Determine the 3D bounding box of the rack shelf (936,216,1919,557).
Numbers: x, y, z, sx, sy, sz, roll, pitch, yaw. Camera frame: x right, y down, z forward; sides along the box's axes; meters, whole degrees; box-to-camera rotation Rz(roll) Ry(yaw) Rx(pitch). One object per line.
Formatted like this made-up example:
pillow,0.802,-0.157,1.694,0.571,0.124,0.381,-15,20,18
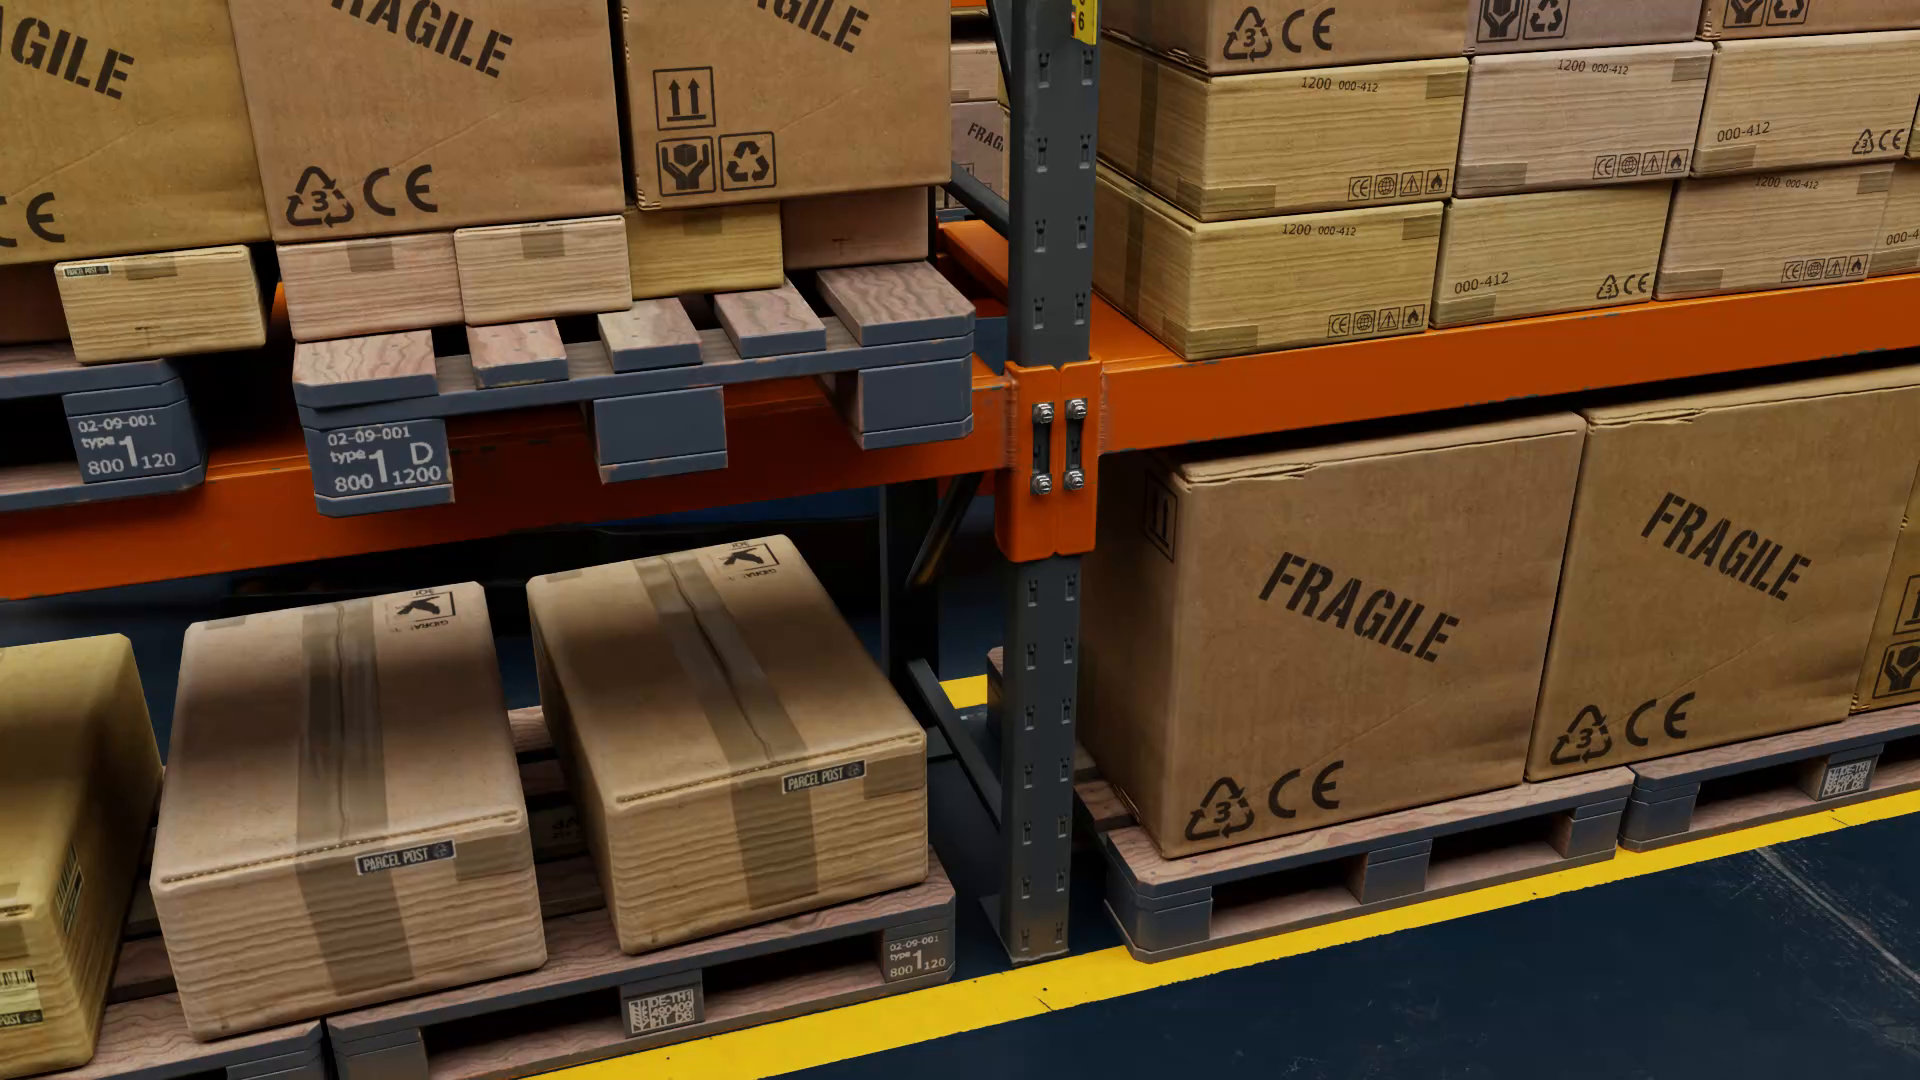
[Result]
rack shelf,1.916,-0.626,3.947,4.000,0.370,1.077,-8,28,-16

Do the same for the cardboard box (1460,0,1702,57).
cardboard box,1.028,-1.202,3.062,0.500,0.500,0.500,-8,28,-16

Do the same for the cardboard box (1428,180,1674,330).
cardboard box,1.041,-0.645,3.344,0.500,0.250,0.500,-9,28,-18

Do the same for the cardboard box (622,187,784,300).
cardboard box,-0.457,-0.536,2.767,0.250,0.149,0.380,-8,27,-15

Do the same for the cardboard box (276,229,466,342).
cardboard box,-0.924,-0.451,2.596,0.250,0.149,0.380,-10,28,-19

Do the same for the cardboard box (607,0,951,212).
cardboard box,-0.331,-0.859,2.688,0.500,0.500,0.500,-9,28,-18

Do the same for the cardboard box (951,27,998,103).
cardboard box,0.073,-2.281,7.968,0.500,0.250,0.500,-8,28,-16

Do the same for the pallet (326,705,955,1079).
pallet,-0.729,0.683,3.637,1.213,0.211,1.003,-8,28,-16

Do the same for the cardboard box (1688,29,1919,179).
cardboard box,1.542,-0.929,3.355,0.500,0.250,0.500,-8,28,-16

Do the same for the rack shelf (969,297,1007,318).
rack shelf,0.347,-0.744,4.825,1.000,0.278,0.538,-4,27,-9

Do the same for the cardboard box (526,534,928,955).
cardboard box,-0.526,0.390,3.575,0.625,0.372,0.950,-10,28,-20

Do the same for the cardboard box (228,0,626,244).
cardboard box,-0.820,-0.783,2.535,0.500,0.500,0.500,-9,28,-17

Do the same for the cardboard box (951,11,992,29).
cardboard box,-0.080,-2.499,8.406,0.500,0.250,0.500,-8,27,-15

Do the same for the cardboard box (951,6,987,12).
cardboard box,0.147,-4.554,12.966,0.875,0.875,1.225,-8,28,-16

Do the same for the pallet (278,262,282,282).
pallet,-3.545,-1.260,7.550,1.213,0.211,1.003,-8,28,-16

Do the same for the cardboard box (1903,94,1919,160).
cardboard box,2.029,-0.993,3.484,0.500,0.250,0.500,-8,27,-15

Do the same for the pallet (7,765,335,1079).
pallet,-1.887,0.849,3.302,1.213,0.211,1.003,-8,28,-16

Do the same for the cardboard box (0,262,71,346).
cardboard box,-1.460,-0.426,2.546,0.250,0.149,0.380,-8,28,-16

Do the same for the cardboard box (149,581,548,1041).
cardboard box,-1.225,0.495,3.363,0.625,0.372,0.950,-9,28,-17

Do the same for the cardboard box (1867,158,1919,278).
cardboard box,2.009,-0.784,3.625,0.500,0.250,0.500,-8,28,-16

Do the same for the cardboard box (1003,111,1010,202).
cardboard box,0.415,-0.785,3.627,0.500,0.250,0.500,-9,28,-18

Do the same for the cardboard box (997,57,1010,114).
cardboard box,0.397,-1.004,3.505,0.500,0.250,0.500,-8,28,-16

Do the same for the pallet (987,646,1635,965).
pallet,0.788,0.499,4.007,1.213,0.211,1.003,-8,28,-16

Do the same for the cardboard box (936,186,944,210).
cardboard box,-0.386,-1.881,8.004,0.500,0.500,0.500,-8,27,-15

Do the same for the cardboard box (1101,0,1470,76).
cardboard box,0.559,-1.130,2.916,0.500,0.500,0.500,-9,28,-18

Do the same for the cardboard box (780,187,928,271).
cardboard box,-0.224,-0.604,2.903,0.250,0.149,0.380,-7,27,-14

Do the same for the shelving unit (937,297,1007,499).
shelving unit,0.347,-0.482,4.955,1.048,1.125,0.538,-4,27,-9

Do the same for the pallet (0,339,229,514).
pallet,-1.855,-0.297,2.691,1.213,0.211,1.003,-8,28,-16

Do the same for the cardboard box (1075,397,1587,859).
cardboard box,0.697,0.031,3.732,0.875,0.875,0.875,-8,28,-17

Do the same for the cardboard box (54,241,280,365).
cardboard box,-1.182,-0.408,2.508,0.250,0.149,0.380,-8,27,-15

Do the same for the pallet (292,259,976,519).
pallet,-0.630,-0.444,2.986,1.003,0.211,1.213,-8,28,-16

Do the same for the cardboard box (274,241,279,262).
cardboard box,-3.051,-1.765,7.489,0.750,0.750,1.050,-8,27,-15

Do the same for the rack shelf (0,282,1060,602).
rack shelf,-1.887,-0.075,2.837,4.000,0.370,1.077,-8,28,-16

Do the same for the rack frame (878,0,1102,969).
rack frame,0.015,-0.673,3.232,0.127,3.000,1.000,-8,28,-16

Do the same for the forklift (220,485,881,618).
forklift,-1.731,-1.274,4.520,3.031,2.935,1.130,-2,26,-4

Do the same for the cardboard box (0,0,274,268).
cardboard box,-1.299,-0.713,2.394,0.500,0.500,0.500,-10,28,-20

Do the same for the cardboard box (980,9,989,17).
cardboard box,0.413,-2.574,8.558,0.500,0.250,0.500,-7,27,-14

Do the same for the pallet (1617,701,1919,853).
pallet,1.946,0.333,4.342,1.213,0.211,1.003,-8,28,-16

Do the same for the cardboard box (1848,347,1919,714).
cardboard box,2.397,-0.213,4.224,0.875,0.875,0.875,-7,27,-15

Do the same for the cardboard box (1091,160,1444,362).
cardboard box,0.558,-0.567,3.187,0.500,0.250,0.500,-9,28,-17

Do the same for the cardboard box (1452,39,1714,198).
cardboard box,1.065,-0.866,3.227,0.500,0.250,0.500,-8,27,-15

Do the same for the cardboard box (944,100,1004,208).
cardboard box,0.101,-1.953,8.150,0.500,0.500,0.500,-9,28,-17

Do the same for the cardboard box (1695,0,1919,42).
cardboard box,1.525,-1.267,3.192,0.500,0.500,0.500,-7,27,-15

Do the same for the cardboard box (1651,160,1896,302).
cardboard box,1.541,-0.715,3.485,0.500,0.250,0.500,-7,27,-14

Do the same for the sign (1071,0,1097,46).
sign,0.192,-0.928,2.533,0.005,0.325,0.100,-8,28,-16

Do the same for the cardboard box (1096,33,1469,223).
cardboard box,0.573,-0.795,3.085,0.500,0.250,0.500,-8,28,-16

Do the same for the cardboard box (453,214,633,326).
cardboard box,-0.682,-0.483,2.659,0.250,0.149,0.380,-8,28,-17

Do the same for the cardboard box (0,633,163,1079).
cardboard box,-1.948,0.597,3.158,0.625,0.372,0.950,-7,27,-14

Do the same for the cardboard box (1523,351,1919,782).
cardboard box,1.547,-0.090,3.976,0.875,0.875,0.875,-8,27,-15

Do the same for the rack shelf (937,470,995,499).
rack shelf,0.347,-0.263,5.064,1.000,0.278,0.538,-4,27,-9

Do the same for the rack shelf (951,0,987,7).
rack shelf,0.287,-2.705,8.135,4.000,0.370,1.077,-8,28,-16

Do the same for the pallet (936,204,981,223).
pallet,0.287,-1.776,8.591,1.213,0.211,1.003,-8,28,-16
